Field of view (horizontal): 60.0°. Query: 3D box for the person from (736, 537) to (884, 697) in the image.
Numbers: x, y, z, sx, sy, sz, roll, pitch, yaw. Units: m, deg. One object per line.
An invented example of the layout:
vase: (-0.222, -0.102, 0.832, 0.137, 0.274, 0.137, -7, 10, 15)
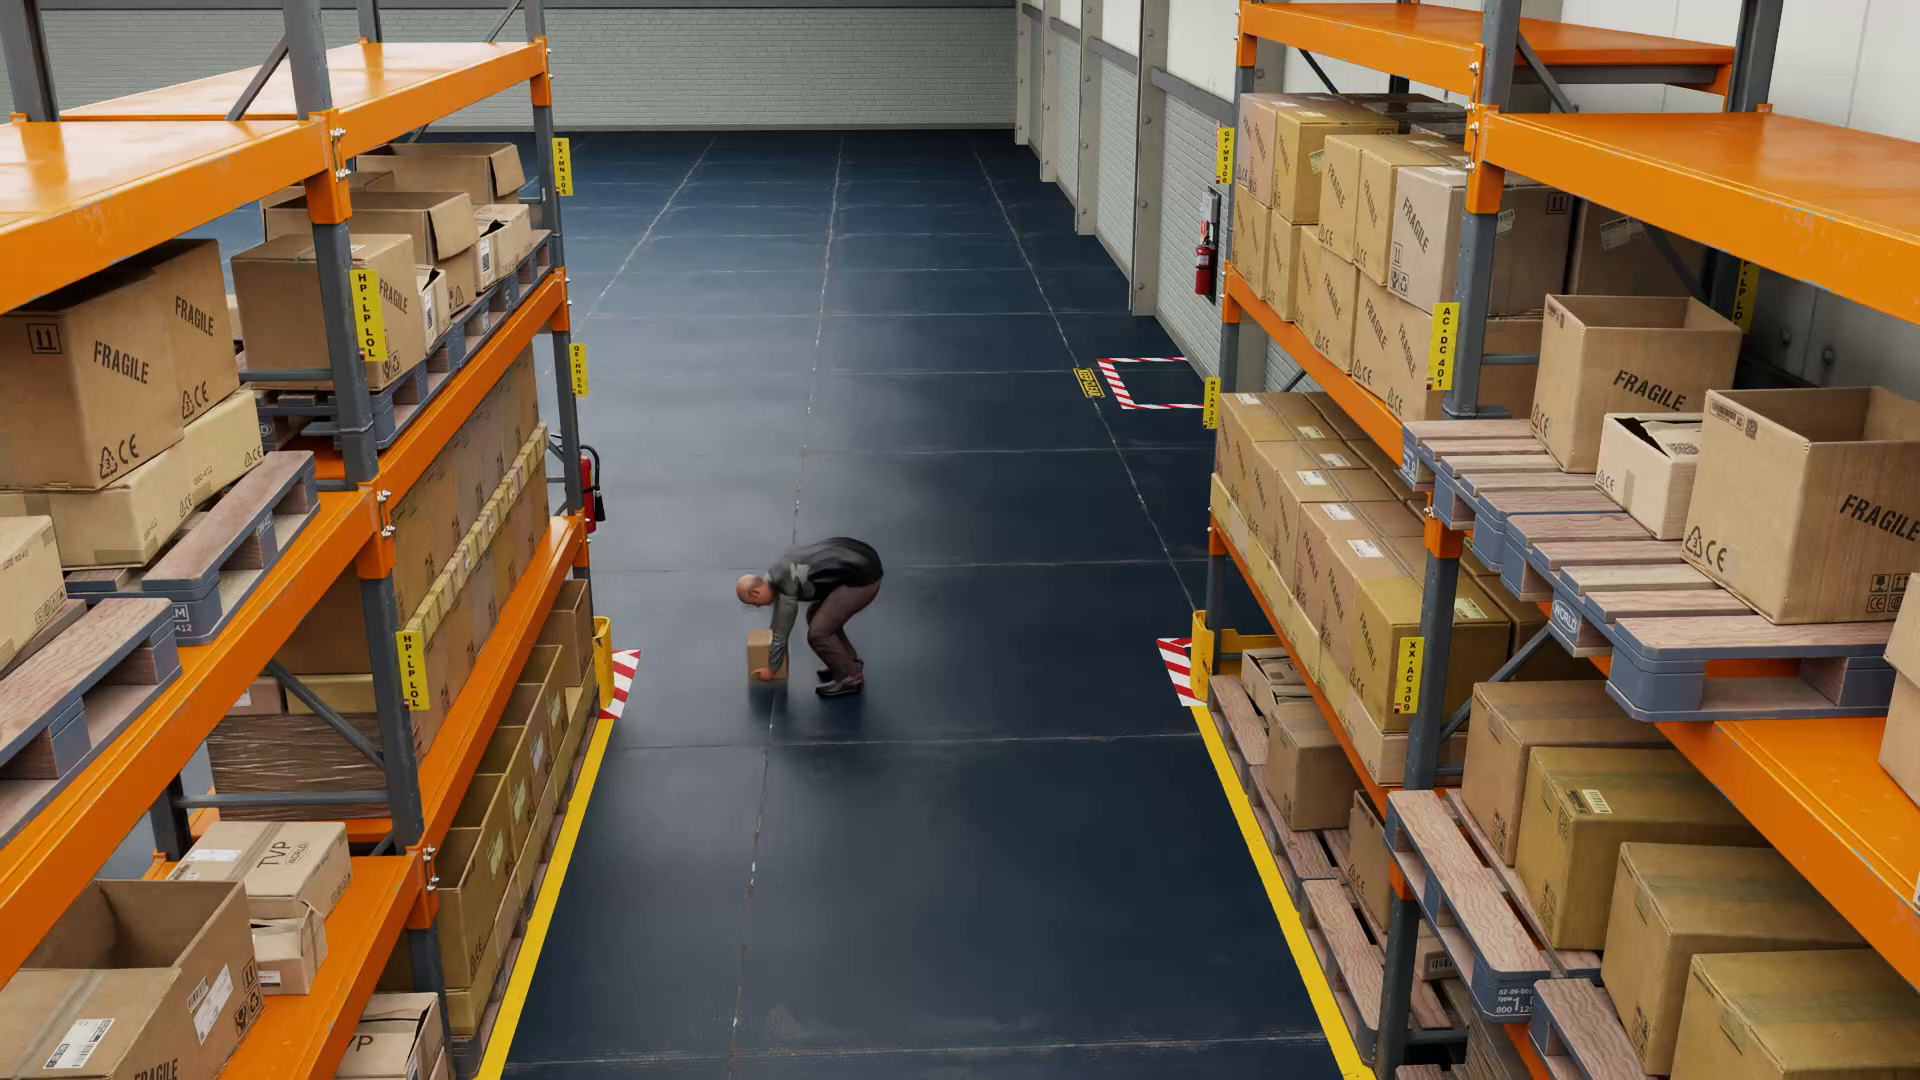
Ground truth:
person: (-0.968, 0.488, 10.811, 0.948, 1.014, 0.503, -2, 20, -6)
